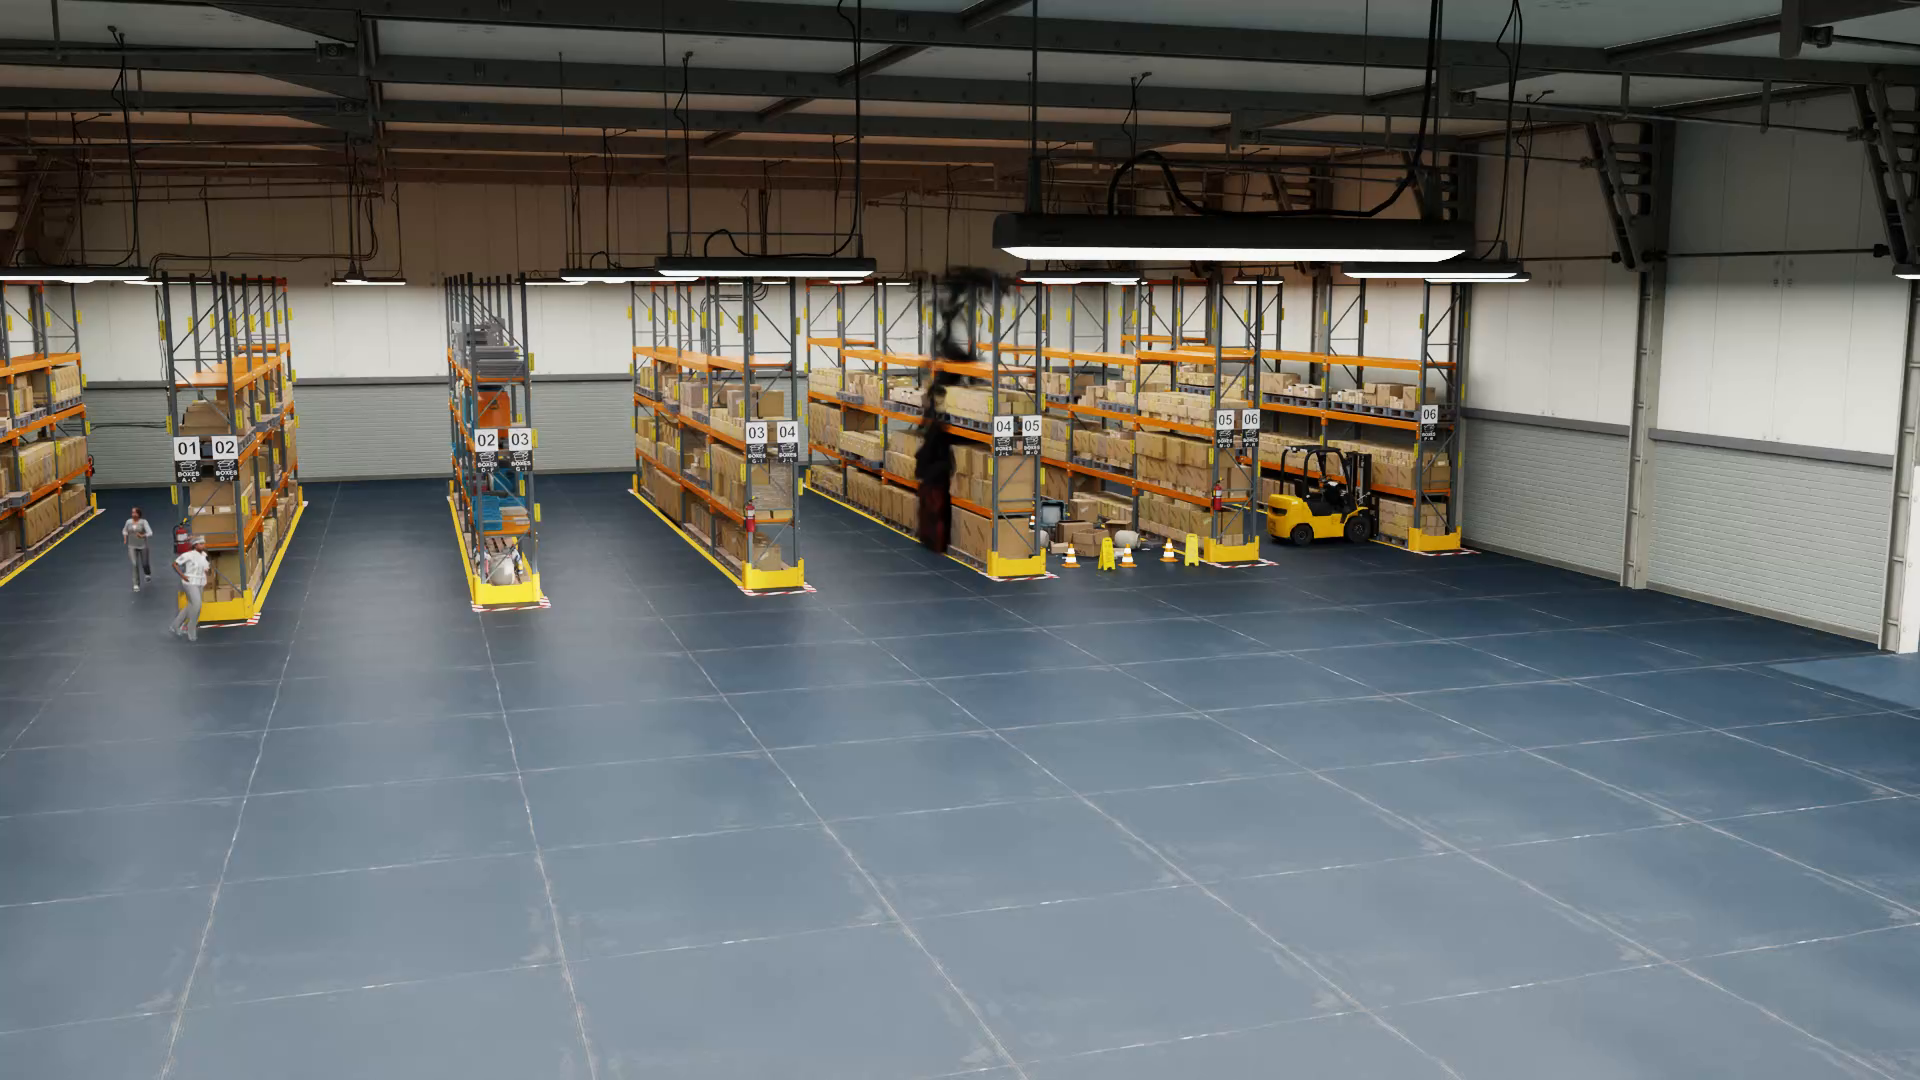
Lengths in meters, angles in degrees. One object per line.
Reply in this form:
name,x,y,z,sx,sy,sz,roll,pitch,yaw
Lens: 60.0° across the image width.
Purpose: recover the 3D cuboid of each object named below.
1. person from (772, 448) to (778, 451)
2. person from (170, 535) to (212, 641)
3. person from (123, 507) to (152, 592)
person,-5.440,-2.311,47.737,0.770,1.721,0.545,2,9,12
person,-12.715,0.790,27.517,0.664,1.739,0.640,2,9,16
person,-15.686,0.152,31.731,0.543,1.575,0.878,-3,9,-17
